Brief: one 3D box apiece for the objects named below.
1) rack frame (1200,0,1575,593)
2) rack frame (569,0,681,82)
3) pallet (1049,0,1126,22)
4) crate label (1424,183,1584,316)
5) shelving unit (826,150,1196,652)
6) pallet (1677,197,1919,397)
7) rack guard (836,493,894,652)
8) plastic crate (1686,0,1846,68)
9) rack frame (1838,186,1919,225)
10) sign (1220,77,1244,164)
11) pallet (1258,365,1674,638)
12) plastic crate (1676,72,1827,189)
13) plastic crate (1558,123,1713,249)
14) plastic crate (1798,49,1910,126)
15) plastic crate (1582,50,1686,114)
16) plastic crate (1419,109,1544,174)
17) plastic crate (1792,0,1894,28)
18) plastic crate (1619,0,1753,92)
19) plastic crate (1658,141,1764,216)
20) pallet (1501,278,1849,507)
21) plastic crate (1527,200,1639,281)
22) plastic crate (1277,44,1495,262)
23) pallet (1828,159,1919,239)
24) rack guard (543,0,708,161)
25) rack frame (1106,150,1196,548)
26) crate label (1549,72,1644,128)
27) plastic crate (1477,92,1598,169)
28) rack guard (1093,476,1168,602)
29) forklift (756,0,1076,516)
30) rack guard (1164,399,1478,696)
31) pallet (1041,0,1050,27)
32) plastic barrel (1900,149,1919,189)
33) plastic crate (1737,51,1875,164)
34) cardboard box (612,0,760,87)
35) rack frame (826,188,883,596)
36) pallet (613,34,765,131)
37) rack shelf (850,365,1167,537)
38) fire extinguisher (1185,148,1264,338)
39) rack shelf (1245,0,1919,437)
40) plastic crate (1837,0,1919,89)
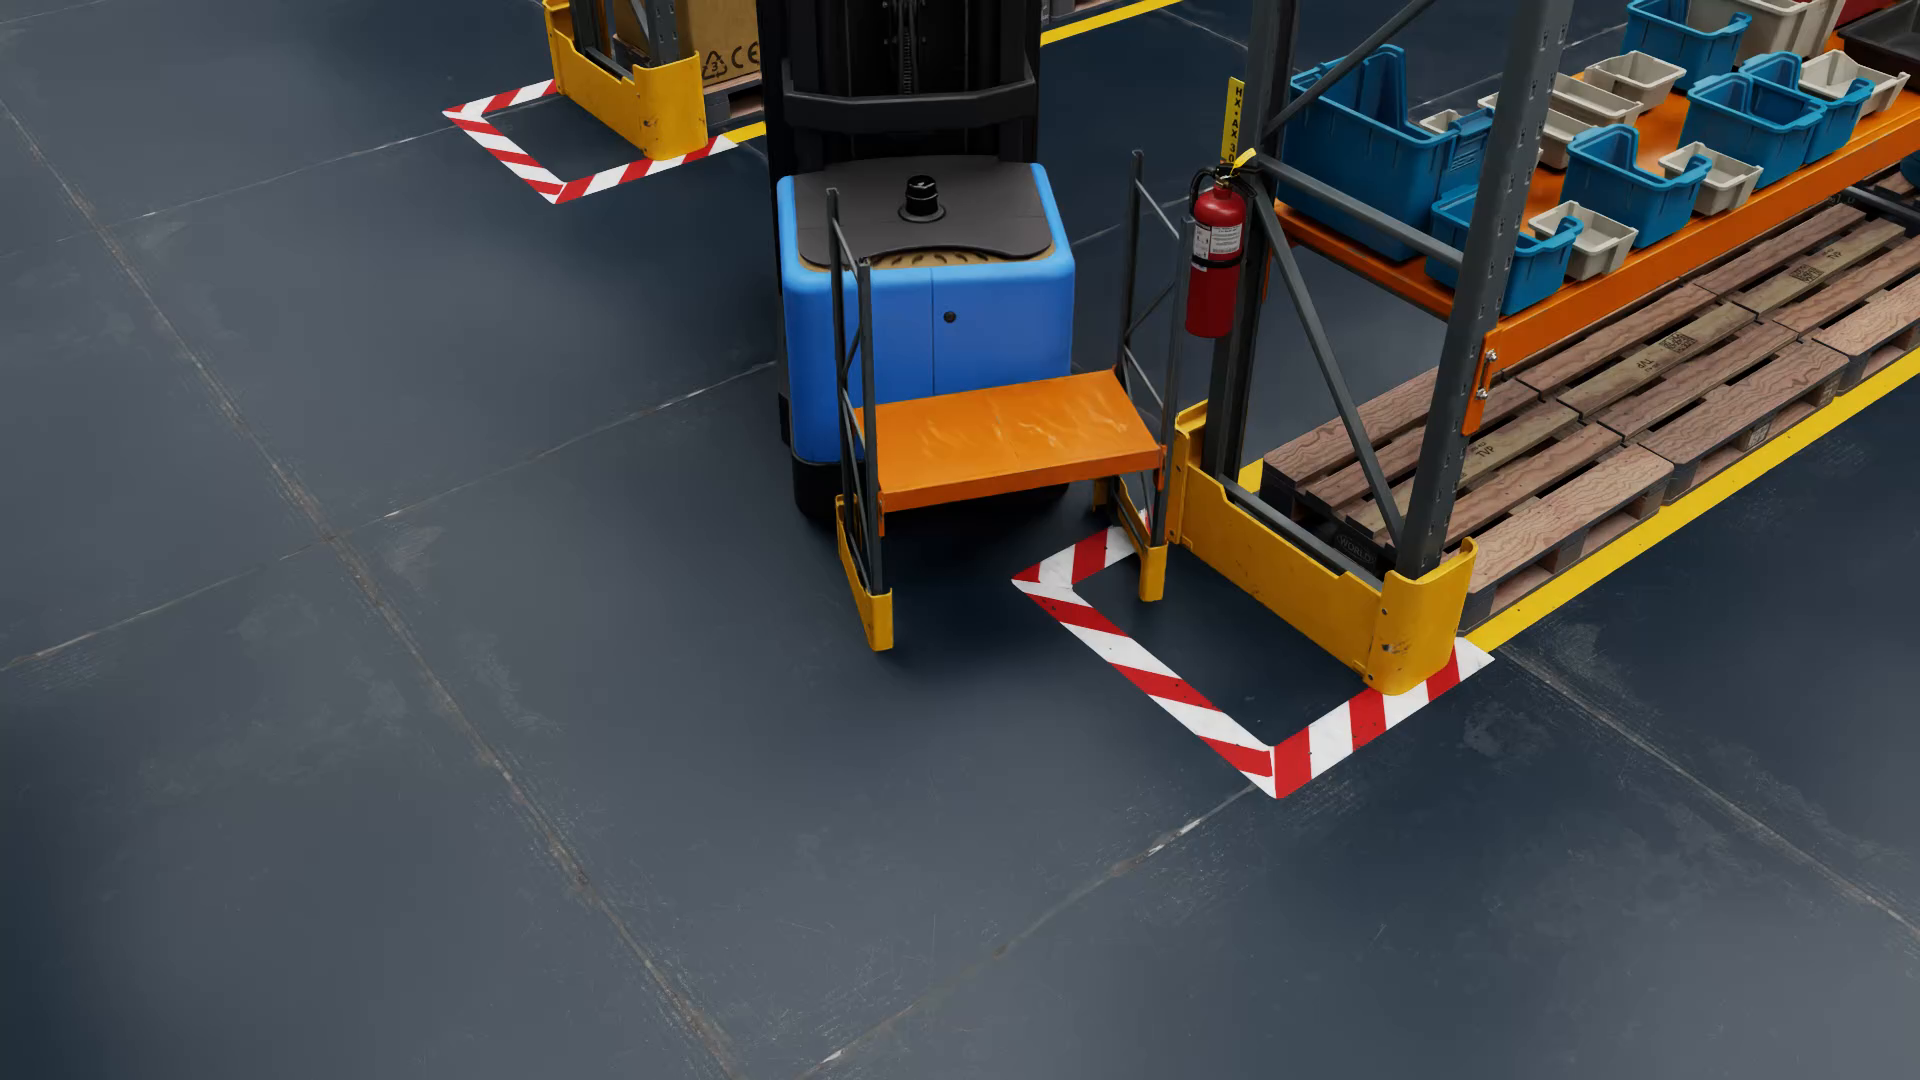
[{"bbox_3d":[1.239,-0.993,5.095,0.127,3.000,1.000,-26,46,-28],"label":"rack frame"},{"bbox_3d":[-1.779,-3.484,8.132,0.127,3.000,1.000,-26,46,-28],"label":"rack frame"},{"bbox_3d":[0.742,-3.697,10.590,1.213,0.211,1.003,-26,46,-28],"label":"pallet"},{"bbox_3d":[1.635,-0.881,5.044,0.303,0.233,0.416,-26,46,-28],"label":"crate label"},{"bbox_3d":[0.140,-0.457,5.625,1.083,1.500,0.587,-10,40,-12],"label":"shelving unit"},{"bbox_3d":[3.851,-1.157,7.494,1.213,0.211,1.003,-26,46,-28],"label":"pallet"},{"bbox_3d":[-0.341,0.108,5.922,0.087,0.250,0.587,-10,40,-12],"label":"rack guard"},{"bbox_3d":[3.088,-2.019,6.392,0.530,0.282,0.437,-26,46,-28],"label":"plastic crate"},{"bbox_3d":[4.411,-2.539,6.980,0.127,3.000,1.000,-26,46,-28],"label":"rack frame"},{"bbox_3d":[0.891,-1.327,5.373,0.005,0.325,0.100,-26,46,-28],"label":"sign"},{"bbox_3d":[1.917,-0.214,6.345,1.213,0.211,1.003,-26,46,-28],"label":"pallet"},{"bbox_3d":[2.679,-1.390,5.664,0.300,0.233,0.416,-26,46,-28],"label":"plastic crate"},{"bbox_3d":[2.157,-1.136,5.354,0.300,0.233,0.416,-26,46,-28],"label":"plastic crate"},{"bbox_3d":[3.213,-1.636,6.040,0.466,0.136,0.293,-26,46,-28],"label":"plastic crate"},{"bbox_3d":[2.443,-1.669,6.080,0.250,0.136,0.298,-26,46,-28],"label":"plastic crate"},{"bbox_3d":[1.775,-1.320,5.655,0.243,0.136,0.396,-26,46,-28],"label":"plastic crate"},{"bbox_3d":[3.550,-2.368,6.674,0.583,0.464,0.402,-26,46,-28],"label":"plastic crate"},{"bbox_3d":[2.711,-1.874,6.254,0.300,0.233,0.416,-26,46,-28],"label":"plastic crate"},{"bbox_3d":[2.478,-1.189,5.495,0.298,0.136,0.250,-26,46,-28],"label":"plastic crate"},{"bbox_3d":[2.883,-0.683,6.916,1.213,0.211,1.003,-26,46,-28],"label":"pallet"},{"bbox_3d":[1.940,-0.926,5.175,0.298,0.136,0.250,-26,46,-28],"label":"plastic crate"},{"bbox_3d":[1.391,-1.253,5.337,0.499,0.435,0.616,-26,46,-28],"label":"plastic crate"},{"bbox_3d":[5.048,-1.738,8.202,1.213,0.211,1.003,-26,46,-28],"label":"pallet"},{"bbox_3d":[-1.798,-2.508,8.913,0.348,0.500,1.175,-26,46,-28],"label":"rack guard"},{"bbox_3d":[0.640,-0.542,5.728,0.032,1.500,0.500,-10,40,-12],"label":"rack frame"},{"bbox_3d":[2.220,-1.545,5.929,0.243,0.136,0.396,-26,46,-28],"label":"crate label"},{"bbox_3d":[2.014,-1.425,5.783,0.243,0.136,0.396,-26,46,-28],"label":"plastic crate"},{"bbox_3d":[0.621,-0.056,6.121,0.087,0.250,0.587,-10,40,-12],"label":"rack guard"},{"bbox_3d":[-0.260,-2.151,6.561,1.130,2.935,3.031,-4,40,-5],"label":"forklift"},{"bbox_3d":[1.228,-0.011,5.869,0.348,0.500,1.175,-26,46,-28],"label":"rack guard"},{"bbox_3d":[-0.226,-3.223,10.012,1.213,0.211,1.003,-26,46,-28],"label":"pallet"},{"bbox_3d":[4.852,-2.092,7.758,0.708,0.901,0.600,-26,46,-28],"label":"plastic barrel"},{"bbox_3d":[2.917,-1.506,5.806,0.300,0.233,0.416,-26,46,-28],"label":"plastic crate"},{"bbox_3d":[-1.320,-3.112,9.023,0.875,0.875,0.875,-26,46,-28],"label":"cardboard box"},{"bbox_3d":[-0.342,-0.375,5.525,0.032,1.500,0.500,-10,40,-12],"label":"rack frame"},{"bbox_3d":[-1.193,-2.754,9.441,1.213,0.211,1.003,-26,46,-28],"label":"pallet"},{"bbox_3d":[0.149,-0.320,5.741,1.000,0.185,0.538,-10,40,-12],"label":"rack shelf"},{"bbox_3d":[0.843,-0.989,5.446,0.183,0.674,0.296,-26,46,-28],"label":"fire extinguisher"},{"bbox_3d":[2.825,-1.488,6.266,4.000,0.370,1.077,-26,46,-28],"label":"rack shelf"},{"bbox_3d":[3.687,-1.888,6.356,0.590,0.125,0.437,-26,46,-28],"label":"plastic crate"}]
